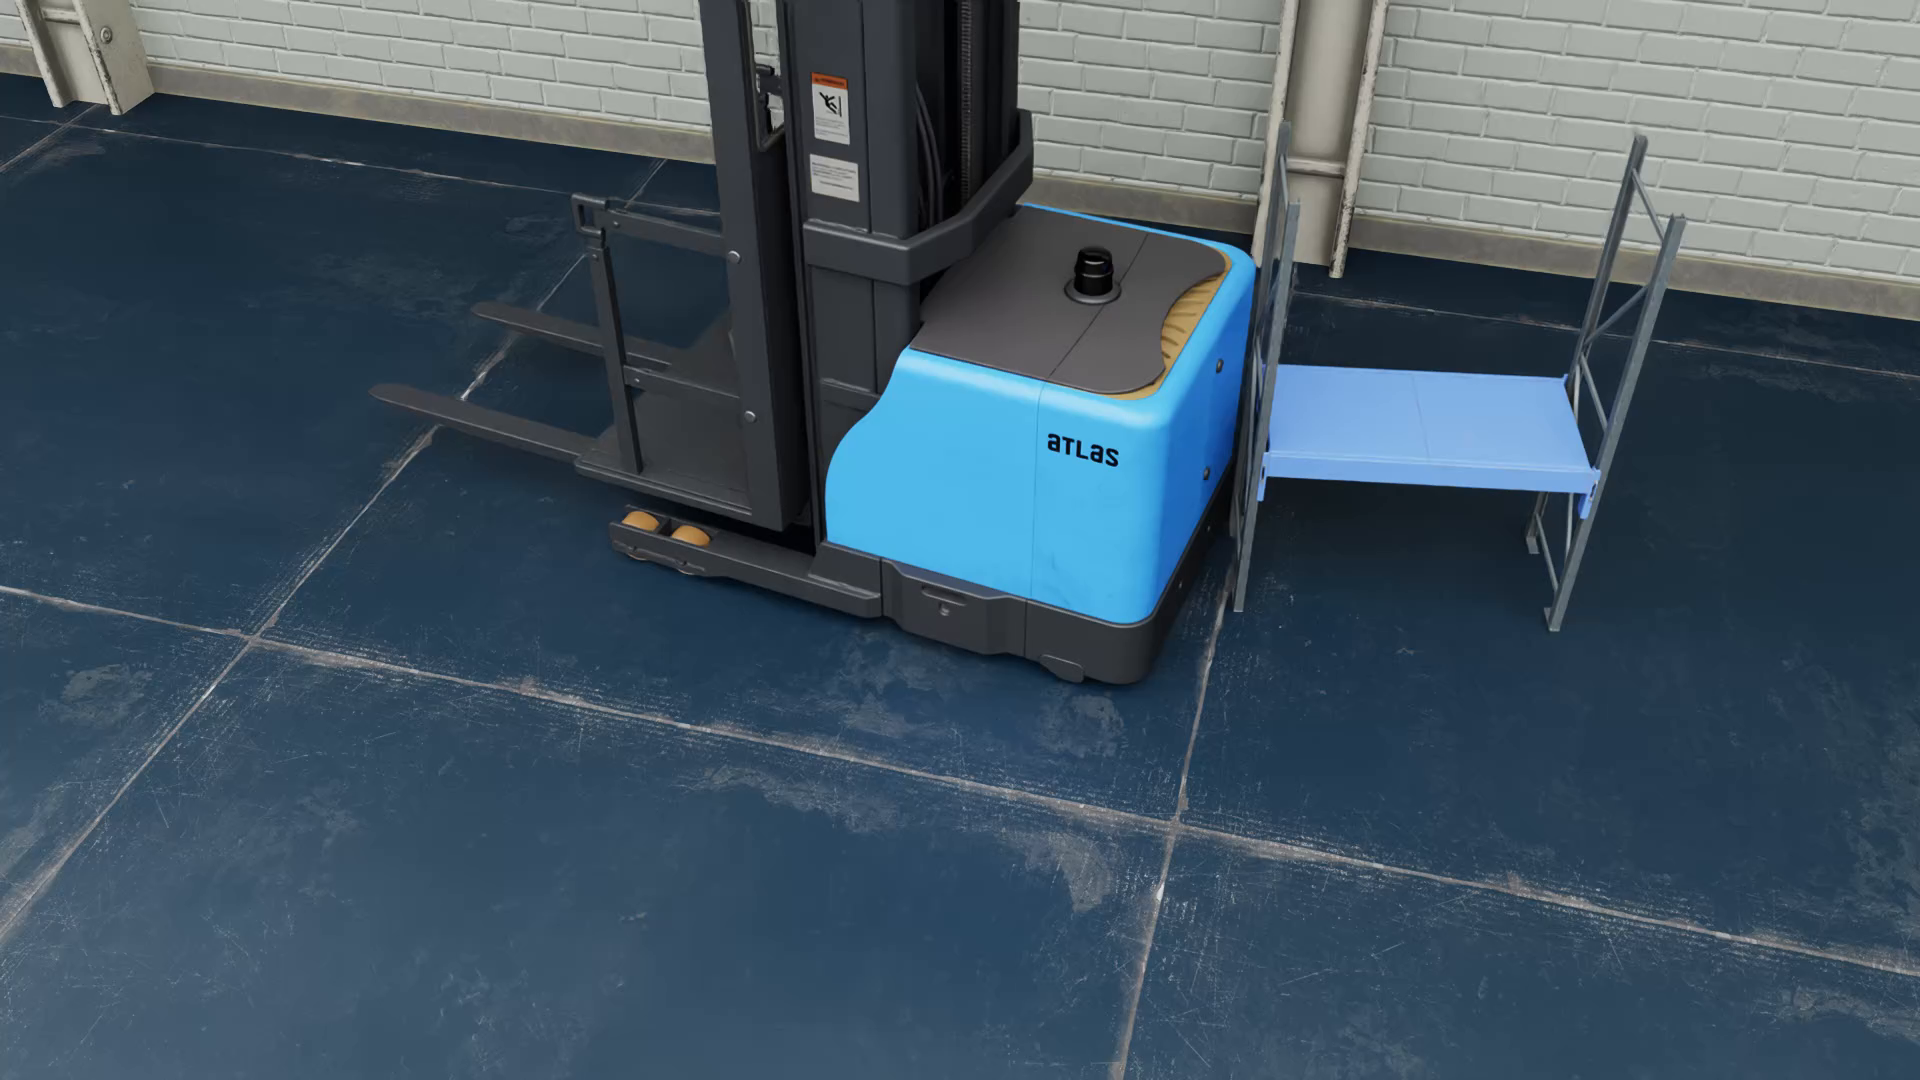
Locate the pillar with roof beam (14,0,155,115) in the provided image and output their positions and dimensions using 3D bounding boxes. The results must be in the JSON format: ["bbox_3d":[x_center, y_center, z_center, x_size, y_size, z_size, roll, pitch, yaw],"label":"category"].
[{"bbox_3d":[-5.434,-3.010,2.337,0.400,9.000,9.100,10,41,11],"label":"pillar with roof beam"}]

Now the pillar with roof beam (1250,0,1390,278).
[{"bbox_3d":[0.362,-2.013,1.150,0.400,9.000,9.100,10,41,11],"label":"pillar with roof beam"}]

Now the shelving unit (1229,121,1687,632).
[{"bbox_3d":[1.440,-0.465,5.134,1.048,1.500,0.538,3,40,4],"label":"shelving unit"}]

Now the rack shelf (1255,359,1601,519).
[{"bbox_3d":[1.440,-0.327,5.250,1.000,0.185,0.538,3,40,4],"label":"rack shelf"}]

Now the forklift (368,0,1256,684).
[{"bbox_3d":[-0.632,-1.299,5.017,3.031,2.935,1.130,16,42,18],"label":"forklift"}]

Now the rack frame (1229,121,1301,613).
[{"bbox_3d":[0.934,-0.494,5.172,0.032,1.500,0.500,3,40,4],"label":"rack frame"}]

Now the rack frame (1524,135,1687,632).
[{"bbox_3d":[1.946,-0.436,5.097,0.032,1.500,0.500,3,40,4],"label":"rack frame"}]
